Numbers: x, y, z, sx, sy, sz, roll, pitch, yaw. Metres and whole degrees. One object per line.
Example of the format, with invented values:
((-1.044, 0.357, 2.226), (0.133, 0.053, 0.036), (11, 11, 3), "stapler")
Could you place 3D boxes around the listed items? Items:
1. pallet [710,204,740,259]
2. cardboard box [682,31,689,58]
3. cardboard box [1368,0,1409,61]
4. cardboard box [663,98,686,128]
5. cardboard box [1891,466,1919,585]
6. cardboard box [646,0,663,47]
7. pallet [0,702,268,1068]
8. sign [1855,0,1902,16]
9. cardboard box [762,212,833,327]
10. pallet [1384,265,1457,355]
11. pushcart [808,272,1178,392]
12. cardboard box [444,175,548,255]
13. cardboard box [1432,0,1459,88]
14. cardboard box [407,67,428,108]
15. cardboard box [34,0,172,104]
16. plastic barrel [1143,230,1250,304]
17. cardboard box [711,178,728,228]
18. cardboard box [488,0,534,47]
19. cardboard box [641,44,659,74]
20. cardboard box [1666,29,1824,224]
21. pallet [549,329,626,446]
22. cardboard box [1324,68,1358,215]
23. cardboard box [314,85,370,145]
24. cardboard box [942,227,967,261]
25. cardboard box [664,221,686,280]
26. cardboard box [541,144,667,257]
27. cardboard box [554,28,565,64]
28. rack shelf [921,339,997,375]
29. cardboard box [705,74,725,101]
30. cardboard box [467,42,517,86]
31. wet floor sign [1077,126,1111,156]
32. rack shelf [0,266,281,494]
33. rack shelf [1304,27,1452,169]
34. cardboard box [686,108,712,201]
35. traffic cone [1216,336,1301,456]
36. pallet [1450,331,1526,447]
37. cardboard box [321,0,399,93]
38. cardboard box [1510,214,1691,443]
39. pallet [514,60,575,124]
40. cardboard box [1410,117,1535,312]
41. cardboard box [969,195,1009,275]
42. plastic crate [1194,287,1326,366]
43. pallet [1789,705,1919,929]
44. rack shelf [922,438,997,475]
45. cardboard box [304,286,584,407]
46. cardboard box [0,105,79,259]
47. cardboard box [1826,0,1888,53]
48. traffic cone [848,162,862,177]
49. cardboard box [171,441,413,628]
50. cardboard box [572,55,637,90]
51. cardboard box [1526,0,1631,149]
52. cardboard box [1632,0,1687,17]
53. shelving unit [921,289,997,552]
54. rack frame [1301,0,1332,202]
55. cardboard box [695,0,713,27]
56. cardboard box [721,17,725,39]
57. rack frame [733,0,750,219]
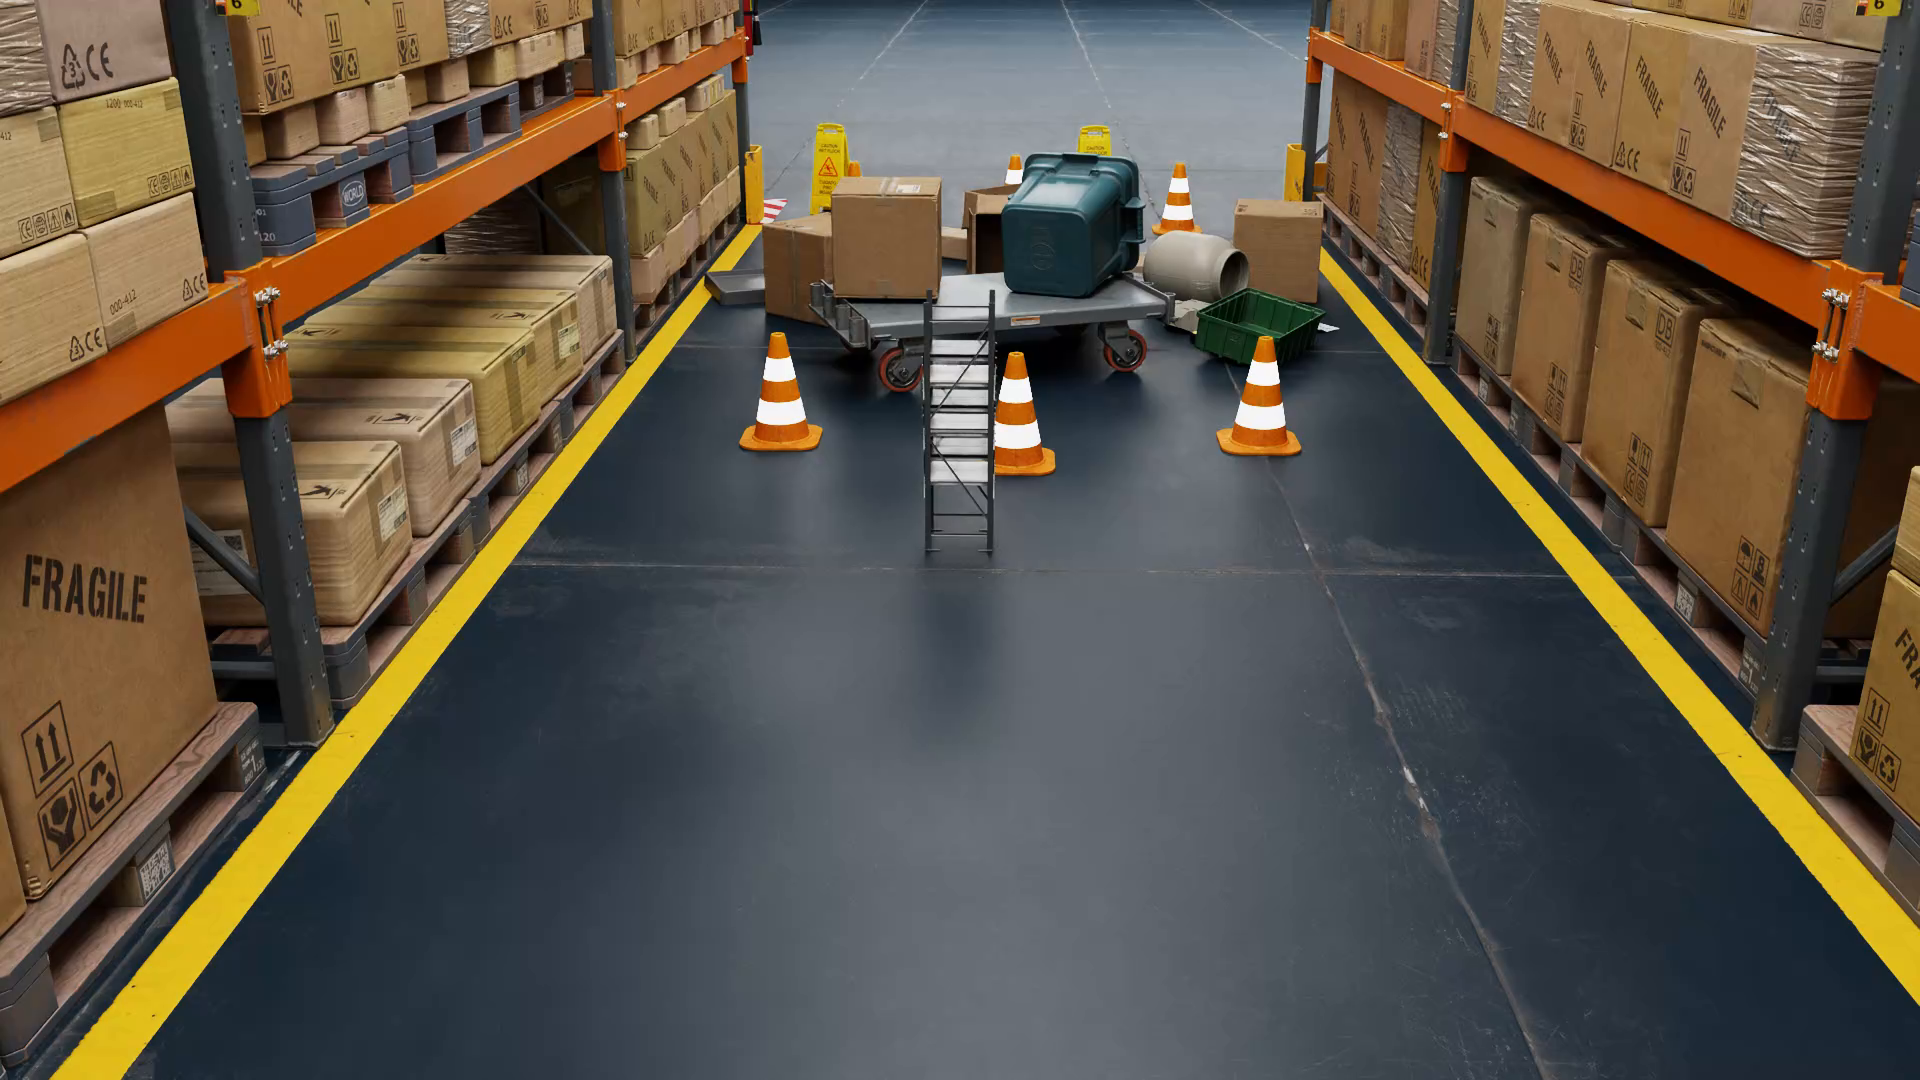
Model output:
((-2.070, -2.123, 11.208), (1.003, 0.211, 1.213), (1, 21, 2), "pallet")
((-1.771, -2.844, 9.560), (0.380, 0.149, 0.250), (1, 21, 1), "cardboard box")
((2.865, -3.068, 9.583), (0.875, 0.550, 0.500), (1, 21, 2), "cardboard box")
((-1.758, -2.401, 9.358), (0.380, 0.149, 0.250), (2, 21, 5), "cardboard box")
((2.437, 0.034, 3.634), (0.500, 0.250, 0.500), (0, 21, -1), "cardboard box")
((-1.845, -2.820, 8.601), (0.500, 0.500, 0.500), (1, 21, 1), "cardboard box")
((-2.350, 0.733, 3.847), (1.003, 0.211, 1.213), (1, 21, 2), "pallet")
((2.145, -1.378, 3.832), (0.100, 0.325, 0.005), (1, 21, 2), "sign")
((-0.736, -1.505, 9.214), (0.500, 0.500, 0.500), (18, 27, 38), "cardboard box")
((2.923, -1.253, 8.967), (1.003, 0.211, 1.213), (1, 21, 2), "pallet")
((0.151, -1.068, 8.259), (1.648, 0.377, 0.936), (-7, 22, -17), "pushcart")
((-2.379, -1.778, 8.647), (0.500, 0.500, 0.500), (0, 21, 1), "cardboard box")
((2.821, -2.483, 8.073), (0.875, 0.550, 0.550), (1, 21, 2), "cardboard box")
((-2.031, -1.535, 5.605), (0.380, 0.149, 0.250), (1, 21, 4), "cardboard box")
((-2.005, -1.174, 3.387), (0.500, 0.500, 0.500), (0, 21, 0), "cardboard box")
((1.323, -1.505, 9.323), (0.512, 0.421, 0.421), (18, 27, 38), "plastic barrel")
((-1.787, -2.175, 10.708), (0.500, 0.250, 0.500), (1, 21, 2), "cardboard box")
((-1.949, -2.143, 6.275), (0.500, 0.500, 0.500), (1, 21, 3), "cardboard box")
((-1.823, -2.568, 8.847), (0.380, 0.149, 0.250), (1, 21, 3), "cardboard box")
((2.462, -1.226, 4.903), (0.500, 0.500, 0.500), (1, 21, 2), "cardboard box")
((-2.151, -0.716, 7.581), (1.003, 0.211, 1.213), (1, 21, 2), "pallet")
((2.989, -2.685, 11.158), (0.875, 0.875, 0.875), (1, 21, 2), "cardboard box")
((-1.959, -1.245, 4.858), (0.380, 0.149, 0.250), (-1, 21, -2), "cardboard box")
((-0.028, -1.918, 10.768), (0.380, 0.149, 0.250), (13, 25, 29), "cardboard box")
((-1.836, -1.615, 9.264), (0.500, 0.250, 0.500), (2, 21, 5), "cardboard box")
((-1.841, -1.771, 8.630), (0.500, 0.500, 0.500), (2, 21, 4), "cardboard box")
((-1.895, -2.092, 7.039), (0.380, 0.149, 0.250), (0, 21, 0), "cardboard box")
((0.000, -0.637, 5.773), (0.258, 0.077, 0.200), (1, 21, 2), "rack shelf")
((-1.715, -2.883, 10.601), (0.380, 0.149, 0.250), (1, 21, 3), "cardboard box")
((-1.914, -1.818, 6.334), (0.380, 0.149, 0.250), (1, 21, 2), "cardboard box")
((0.965, -2.660, 11.993), (0.267, 0.644, 0.232), (-3, 21, -8), "wet floor sign")
((-2.312, 0.208, 2.342), (1.077, 0.370, 4.000), (1, 21, 2), "rack shelf")
((2.882, -2.667, 9.750), (1.077, 0.370, 4.000), (1, 21, 2), "rack shelf")
((-1.806, -2.343, 10.105), (0.500, 0.500, 0.500), (0, 21, 0), "cardboard box")
((1.272, -0.628, 7.008), (0.336, 0.463, 0.334), (1, 21, 2), "traffic cone")
((2.874, -0.699, 7.540), (1.003, 0.211, 1.213), (1, 21, 2), "pallet")
((-1.997, -1.581, 4.826), (0.500, 0.500, 0.500), (2, 21, 4), "cardboard box")
((2.860, -0.852, 6.608), (1.050, 0.750, 0.750), (1, 21, 2), "cardboard box")
((-2.298, -1.933, 7.129), (1.003, 0.211, 1.213), (1, 21, 2), "pallet")
((2.911, -1.711, 8.649), (0.875, 0.875, 0.875), (1, 21, 2), "cardboard box")
((0.449, -1.642, 9.377), (0.797, 0.637, 0.503), (1, 21, 2), "cardboard box")
((1.517, -1.072, 8.454), (0.450, 0.188, 0.662), (23, 29, 25), "plastic crate")
((2.675, 0.750, 3.805), (1.003, 0.211, 1.213), (1, 21, 2), "pallet")
((0.000, -0.302, 5.903), (0.258, 0.077, 0.200), (1, 21, 2), "rack shelf")
((-2.161, -0.818, 7.043), (0.950, 0.372, 0.625), (2, 21, 5), "cardboard box")
((-2.023, -0.651, 3.075), (0.500, 0.250, 0.500), (0, 21, 0), "cardboard box")
((2.724, -1.508, 4.248), (0.700, 0.500, 0.500), (1, 21, 1), "cardboard box")
((-0.731, -2.391, 11.552), (0.336, 0.463, 0.334), (1, 21, 2), "traffic cone")
((-2.224, -0.026, 5.001), (0.950, 0.372, 0.625), (-1, 21, -2), "cardboard box")
((-1.799, -2.290, 8.132), (0.380, 0.149, 0.250), (1, 21, 1), "cardboard box")
((2.504, -1.775, 6.320), (0.500, 0.500, 0.500), (1, 21, 1), "cardboard box")
((2.766, -2.061, 5.674), (0.700, 0.500, 0.500), (0, 21, 1), "cardboard box")
((0.000, -0.417, 5.859), (0.258, 0.900, 0.210), (1, 21, 2), "shelving unit")
((2.943, -3.725, 11.484), (1.000, 3.000, 0.127), (1, 21, 2), "rack frame")
((-1.787, -3.368, 10.012), (0.500, 0.500, 0.500), (1, 21, 1), "cardboard box")
((-1.731, -3.303, 10.743), (0.380, 0.149, 0.250), (0, 21, 1), "cardboard box")
((-2.007, -3.743, 11.530), (1.000, 3.000, 0.127), (1, 21, 2), "rack frame")
